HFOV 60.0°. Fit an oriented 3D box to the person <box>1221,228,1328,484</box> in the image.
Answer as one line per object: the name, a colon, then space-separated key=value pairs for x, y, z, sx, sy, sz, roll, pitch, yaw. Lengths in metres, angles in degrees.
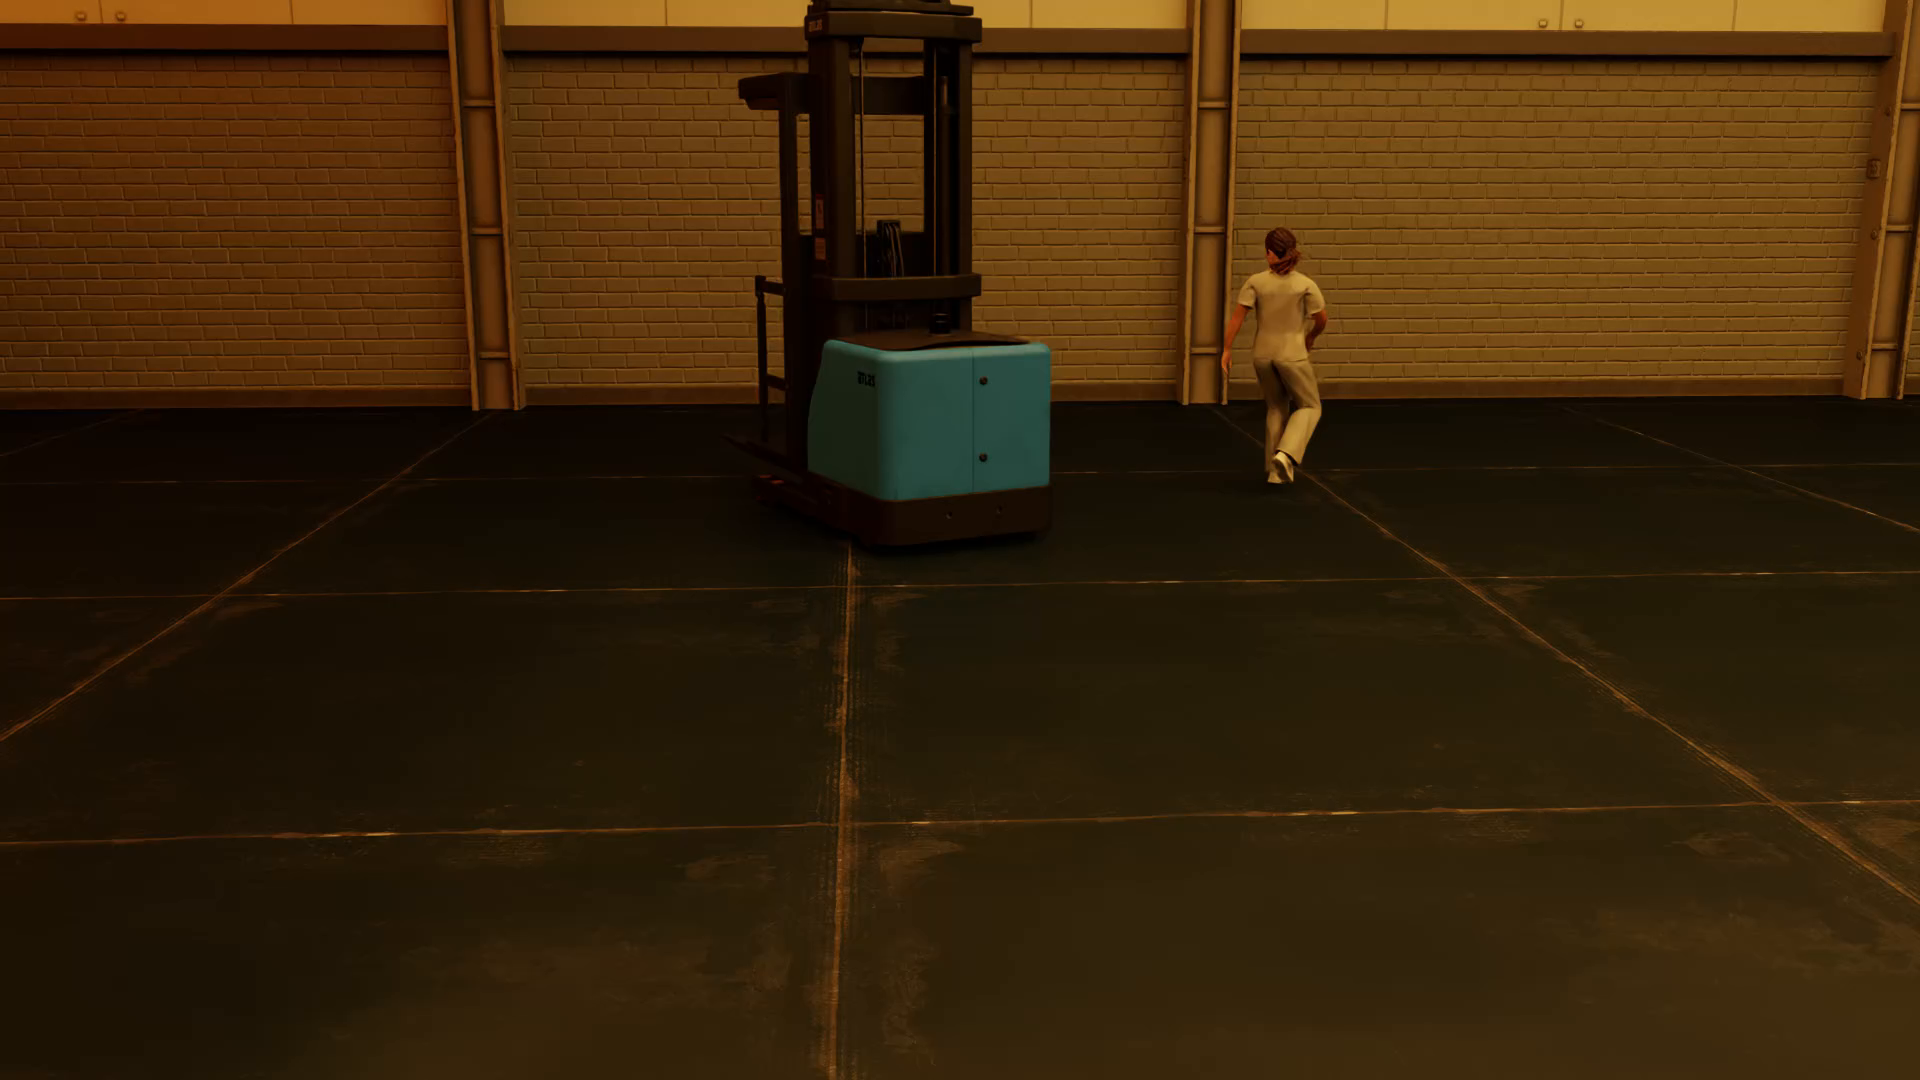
person: x=2.002 y=-1.152 z=10.532 sx=0.616 sy=1.630 sz=0.557 roll=9 pitch=15 yaw=35

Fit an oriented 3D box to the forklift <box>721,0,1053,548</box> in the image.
forklift: x=-0.623 y=-1.668 z=9.837 sx=1.130 sy=2.935 sz=3.031 roll=-7 pitch=14 yaw=-27
